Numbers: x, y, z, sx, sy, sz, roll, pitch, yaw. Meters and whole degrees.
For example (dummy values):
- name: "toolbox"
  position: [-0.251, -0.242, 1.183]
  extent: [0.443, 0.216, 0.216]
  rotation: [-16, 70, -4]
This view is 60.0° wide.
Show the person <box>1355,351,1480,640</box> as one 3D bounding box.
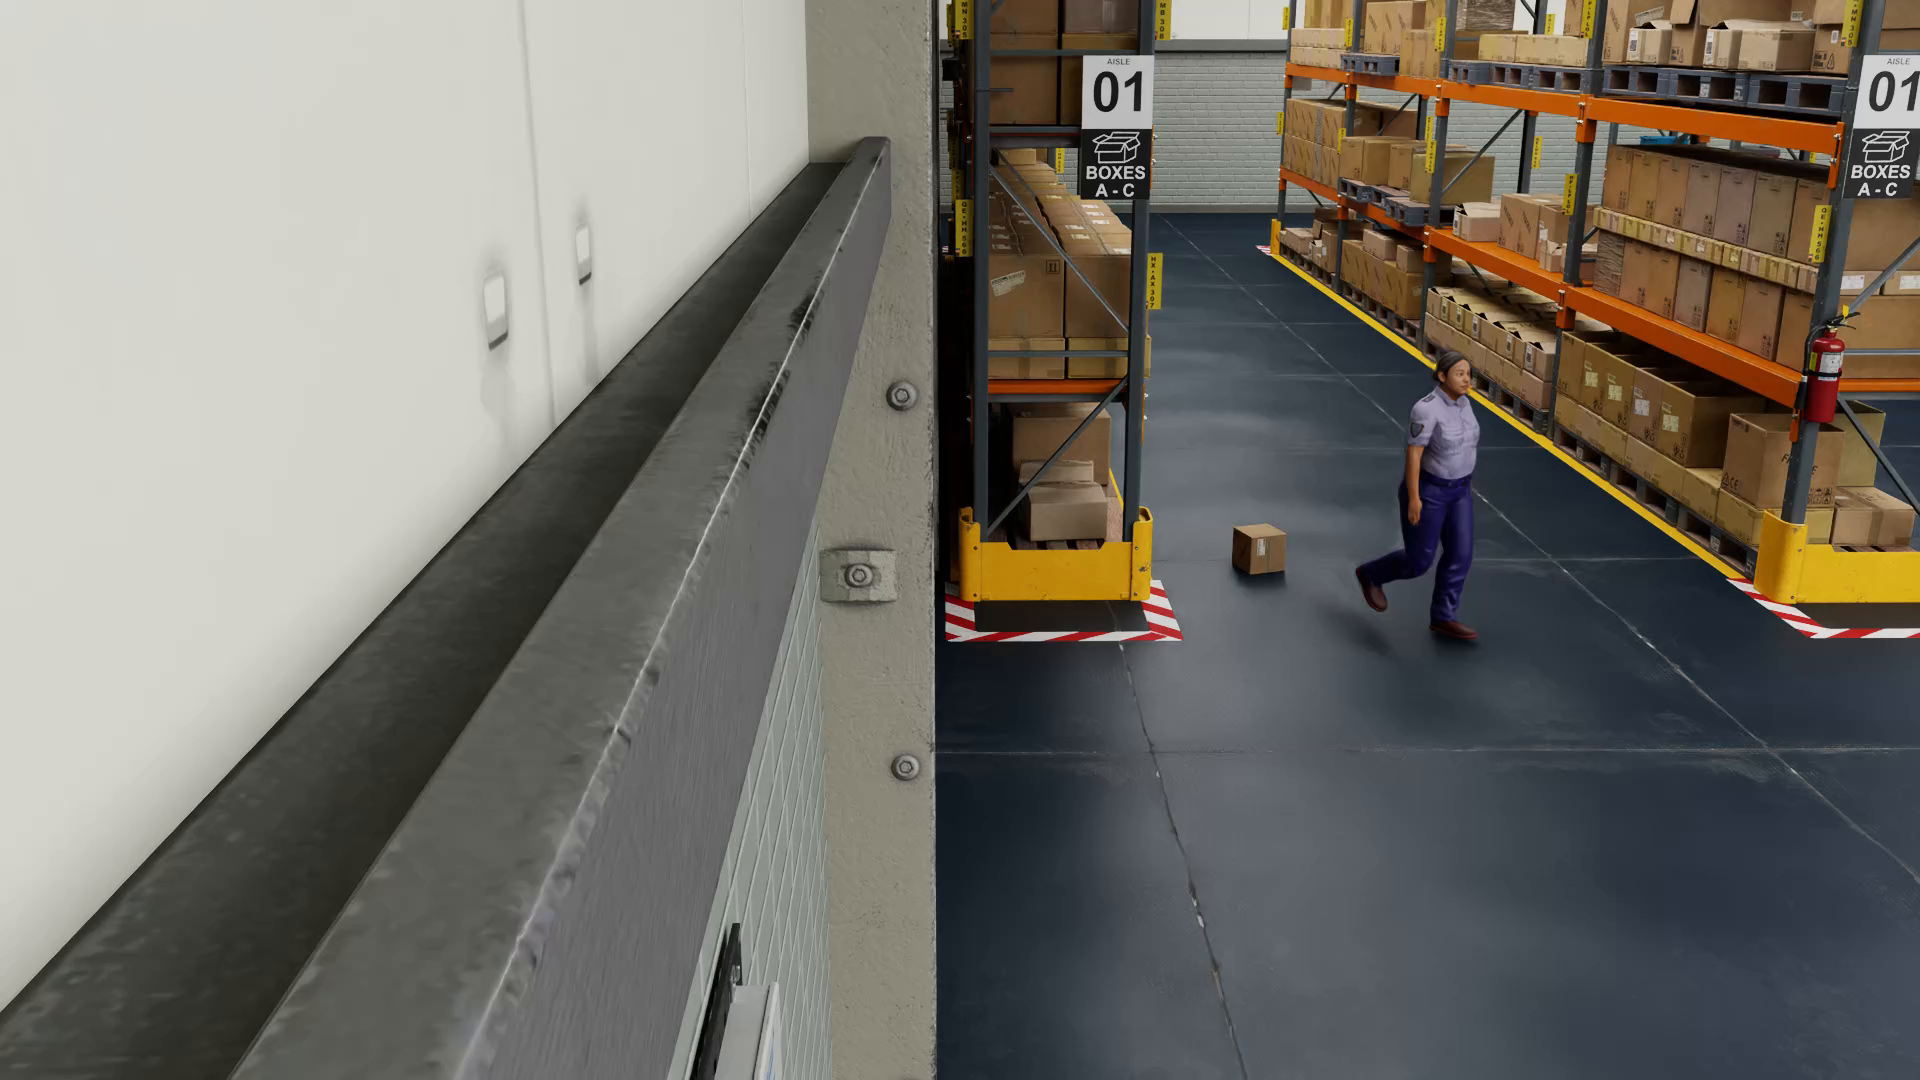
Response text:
- name: "person"
  position: [2.639, -0.268, 9.412]
  extent: [0.487, 1.604, 0.739]
  rotation: [-13, 21, -35]
